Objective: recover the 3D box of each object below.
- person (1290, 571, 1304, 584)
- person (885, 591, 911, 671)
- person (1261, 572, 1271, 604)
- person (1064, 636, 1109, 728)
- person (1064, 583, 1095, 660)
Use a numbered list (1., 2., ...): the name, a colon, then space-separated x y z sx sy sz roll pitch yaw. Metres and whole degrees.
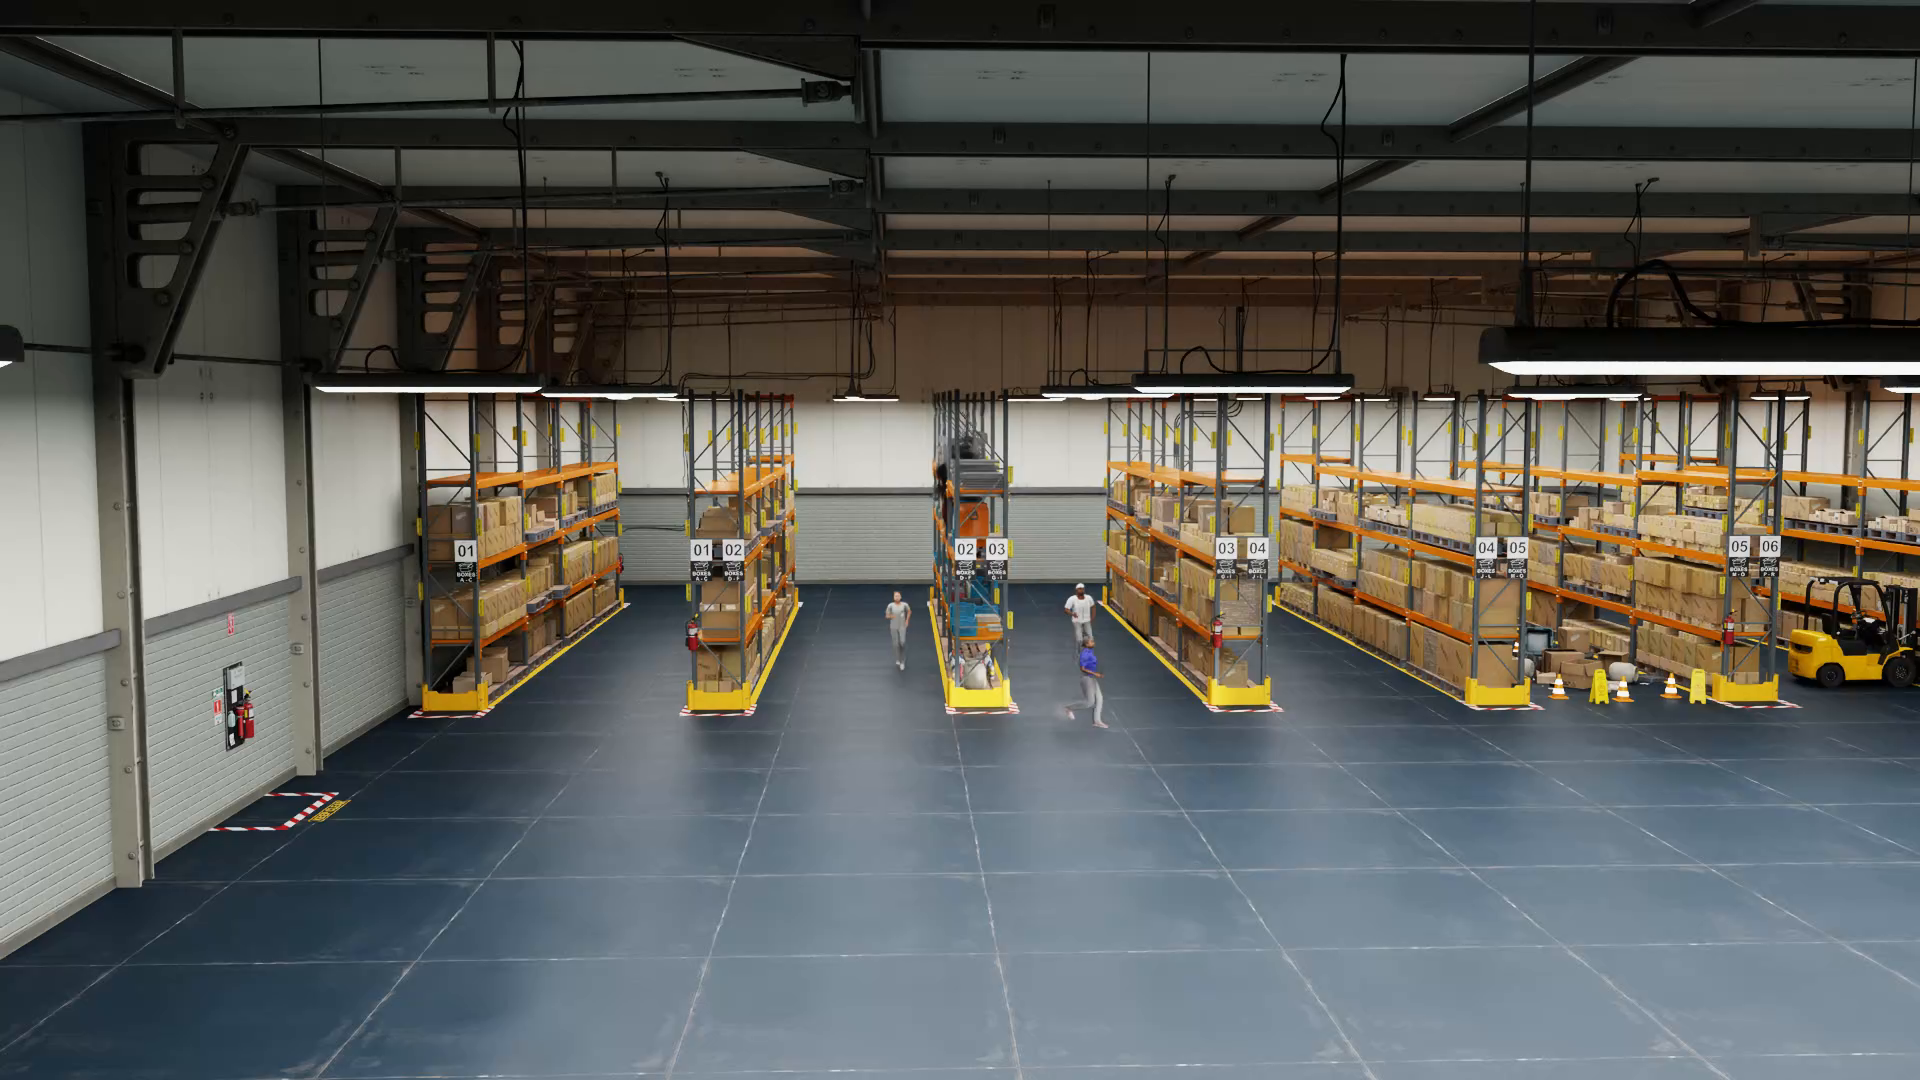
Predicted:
1. person: 10.055 0.929 49.068 0.623 1.651 0.747 1 5 10
2. person: -1.342 1.953 36.060 0.546 1.725 0.759 0 5 0
3. person: 7.894 1.299 43.904 0.605 1.744 0.791 0 5 -1
4. person: 2.252 2.510 29.458 0.805 1.635 0.574 1 5 15
5. person: 2.712 1.825 37.133 0.770 1.721 0.526 -1 5 -15
